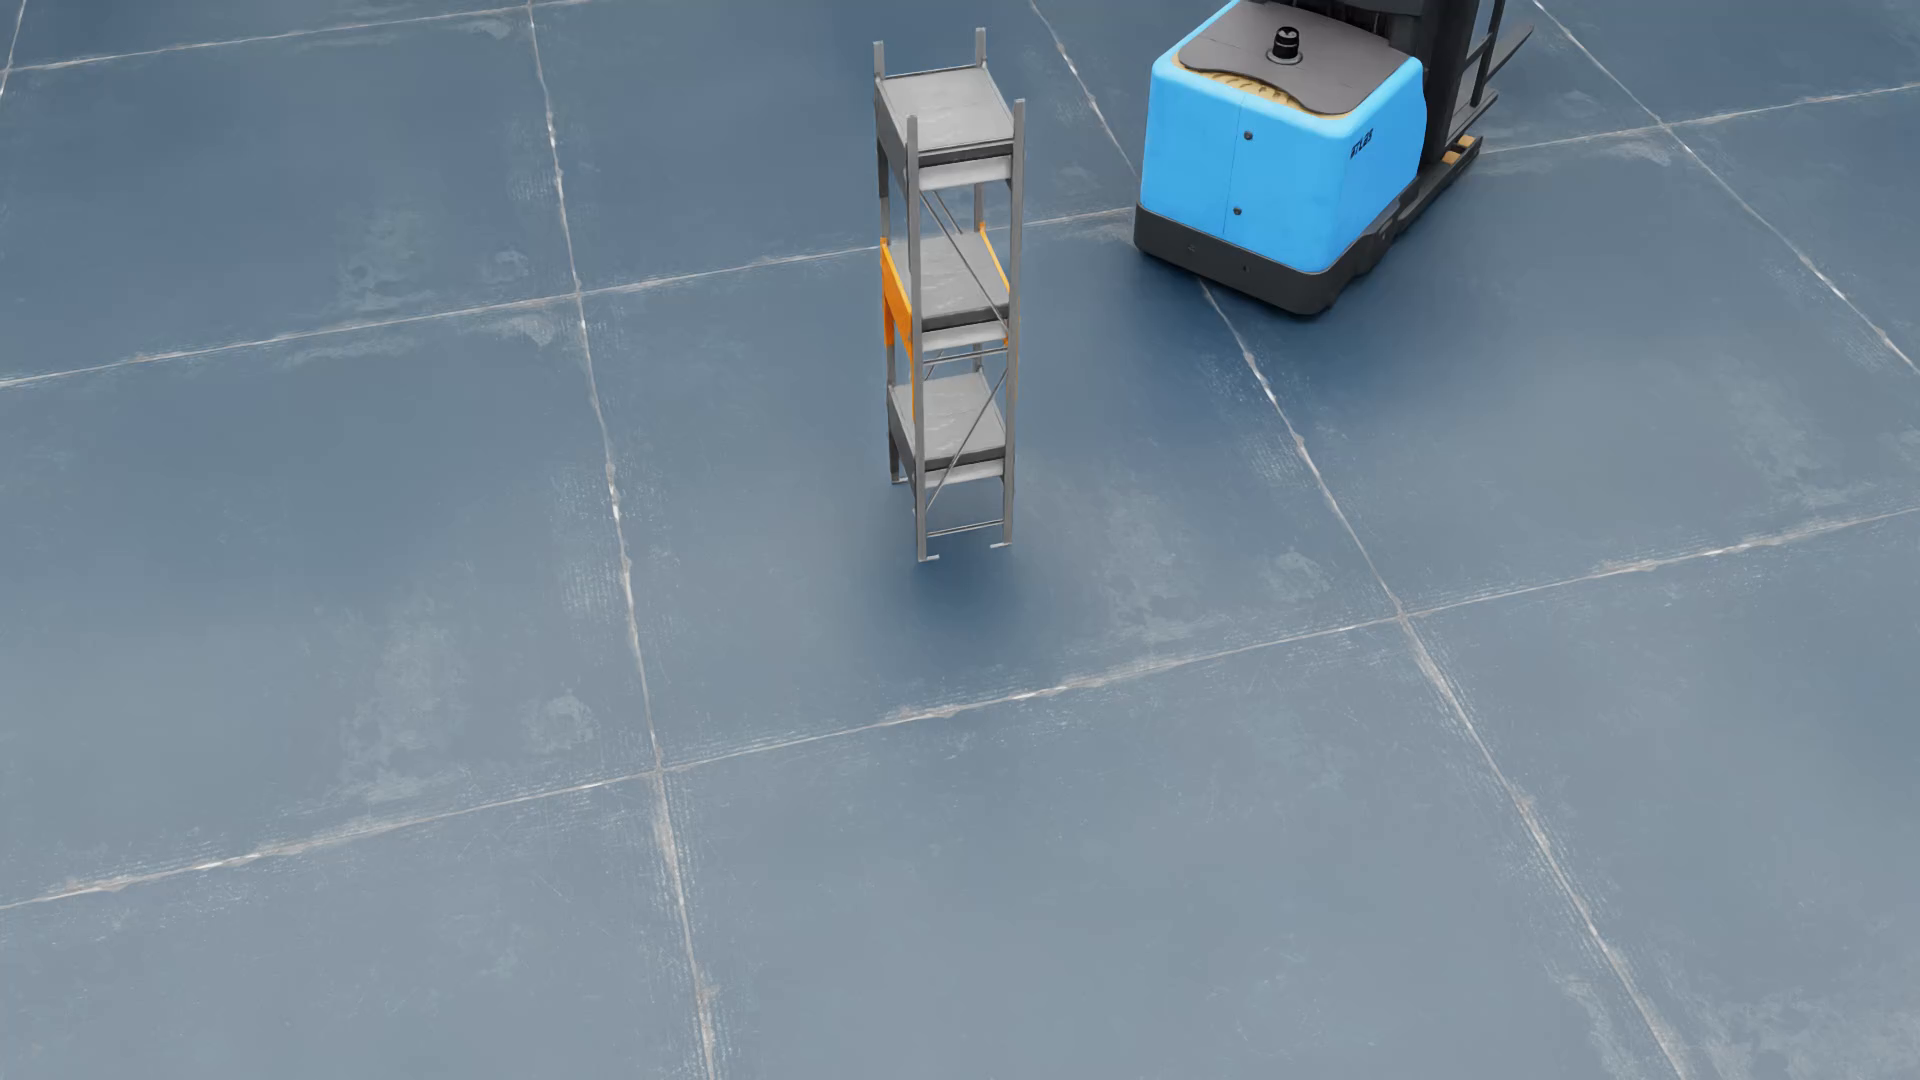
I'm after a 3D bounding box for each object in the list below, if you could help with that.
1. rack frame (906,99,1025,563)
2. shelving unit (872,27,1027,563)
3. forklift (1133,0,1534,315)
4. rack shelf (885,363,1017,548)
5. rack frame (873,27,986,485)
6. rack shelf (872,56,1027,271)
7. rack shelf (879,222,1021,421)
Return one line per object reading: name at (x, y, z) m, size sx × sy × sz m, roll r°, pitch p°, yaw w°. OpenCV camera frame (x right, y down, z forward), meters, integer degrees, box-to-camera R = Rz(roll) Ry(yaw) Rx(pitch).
rack frame at (0.020, -0.681, 6.198) m, size 0.400 × 2.100 × 0.015 m, roll -11°, pitch 47°, yaw -10°
shelving unit at (-0.042, -0.849, 6.363) m, size 0.431 × 2.100 × 0.503 m, roll -11°, pitch 47°, yaw -10°
forklift at (2.150, -3.115, 8.002) m, size 1.130 × 2.935 × 3.031 m, roll 28°, pitch 52°, yaw 24°
rack shelf at (-0.042, -0.350, 6.873) m, size 0.431 × 0.518 × 0.480 m, roll -11°, pitch 47°, yaw -10°
rack frame at (-0.105, -1.018, 6.528) m, size 0.400 × 2.100 × 0.015 m, roll -11°, pitch 47°, yaw -10°
rack shelf at (-0.042, -1.330, 5.873) m, size 0.431 × 0.518 × 0.480 m, roll -11°, pitch 47°, yaw -10°
rack shelf at (-0.042, -0.840, 6.373) m, size 0.431 × 0.518 × 0.480 m, roll -11°, pitch 47°, yaw -10°
